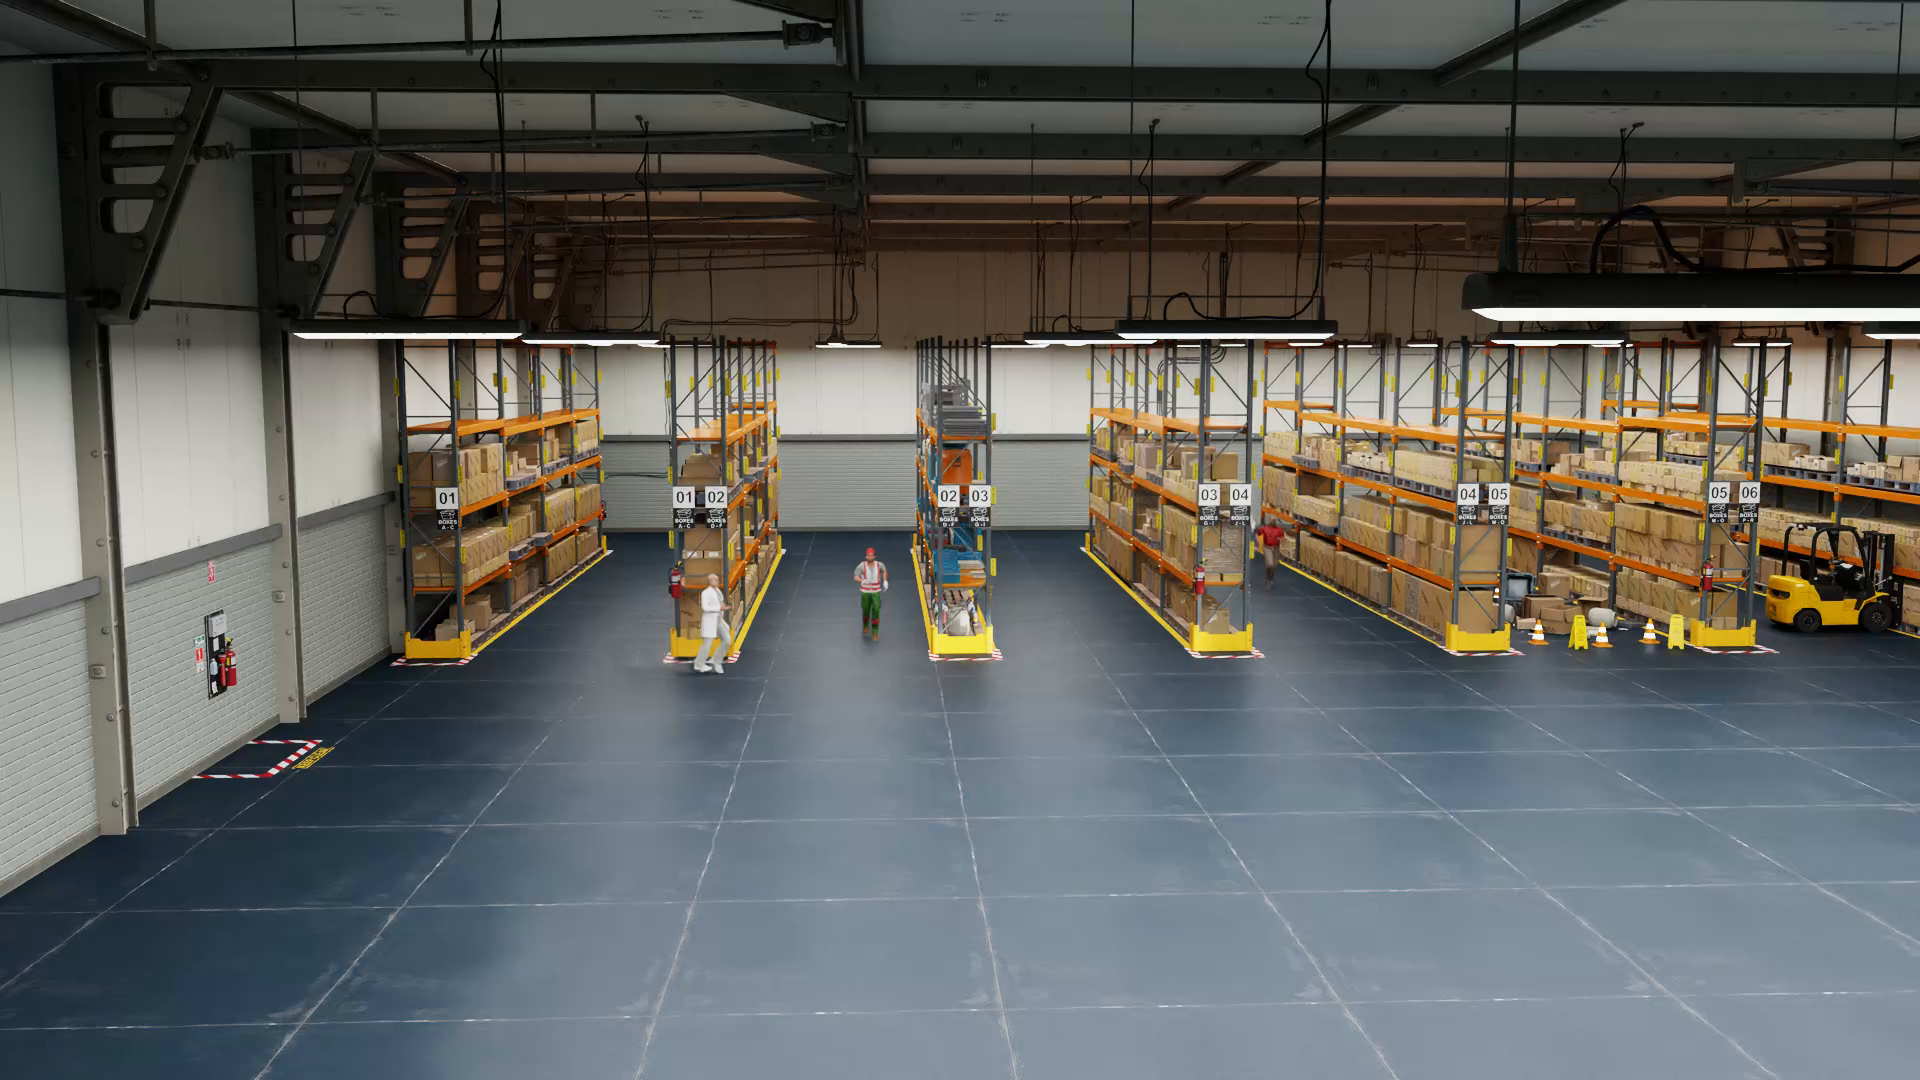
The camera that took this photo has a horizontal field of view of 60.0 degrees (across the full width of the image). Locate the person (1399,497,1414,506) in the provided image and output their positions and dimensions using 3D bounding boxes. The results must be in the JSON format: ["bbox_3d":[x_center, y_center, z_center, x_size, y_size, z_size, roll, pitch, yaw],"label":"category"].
[{"bbox_3d":[13.208,-0.709,49.408,0.942,1.662,0.574,-1,7,-5],"label":"person"}]

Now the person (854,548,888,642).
[{"bbox_3d":[-1.779,1.070,33.178,0.683,1.844,0.817,-1,7,-9],"label":"person"}]

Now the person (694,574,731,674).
[{"bbox_3d":[-4.361,1.504,29.588,0.778,1.815,0.723,4,7,29],"label":"person"}]

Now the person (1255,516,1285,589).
[{"bbox_3d":[7.533,0.312,40.247,0.631,1.798,0.768,-1,7,-12],"label":"person"}]

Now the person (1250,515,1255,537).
[{"bbox_3d":[7.655,-0.179,44.824,0.623,1.685,0.719,0,6,-3],"label":"person"}]
